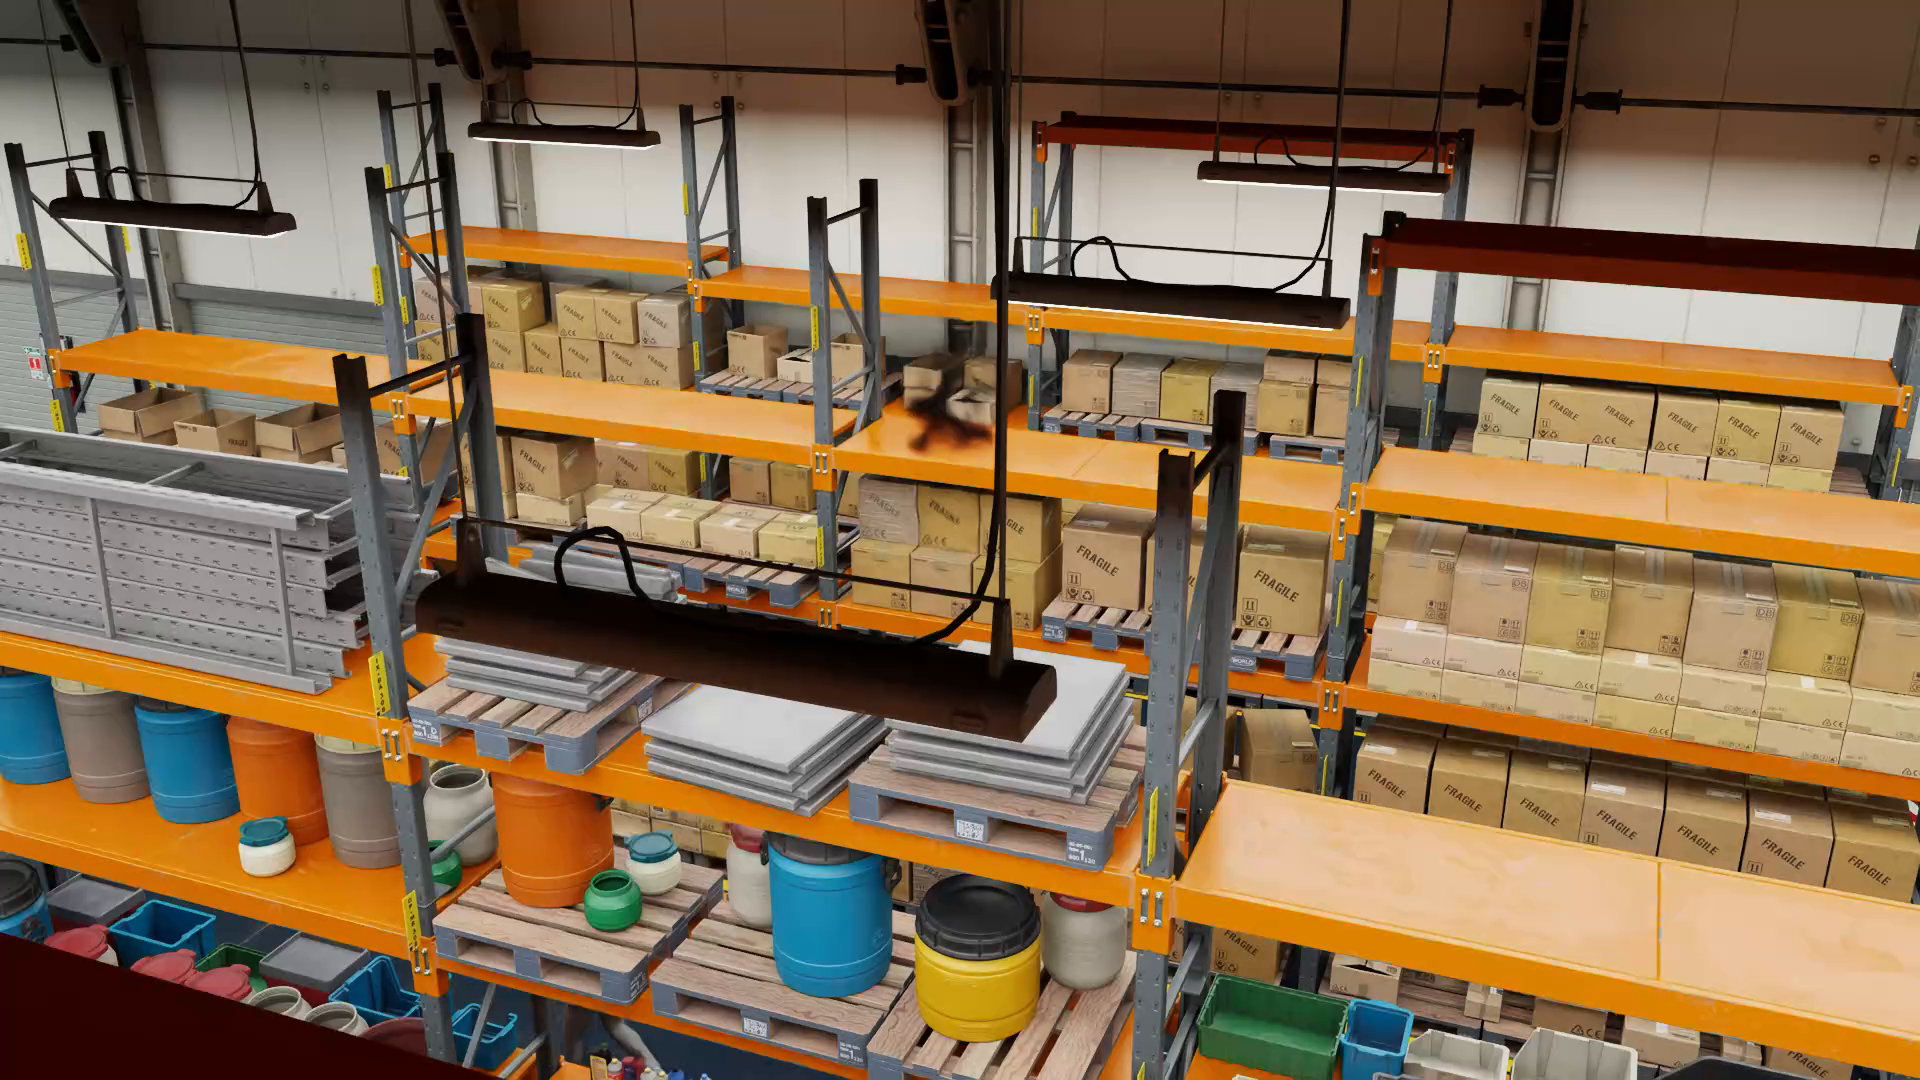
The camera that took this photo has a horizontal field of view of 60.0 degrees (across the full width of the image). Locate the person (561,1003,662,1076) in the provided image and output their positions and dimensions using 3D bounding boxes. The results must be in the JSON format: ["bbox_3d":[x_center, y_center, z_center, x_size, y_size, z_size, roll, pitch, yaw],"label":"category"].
[{"bbox_3d":[-2.555,3.165,11.637,0.934,1.686,0.572,9,23,22],"label":"person"}]
